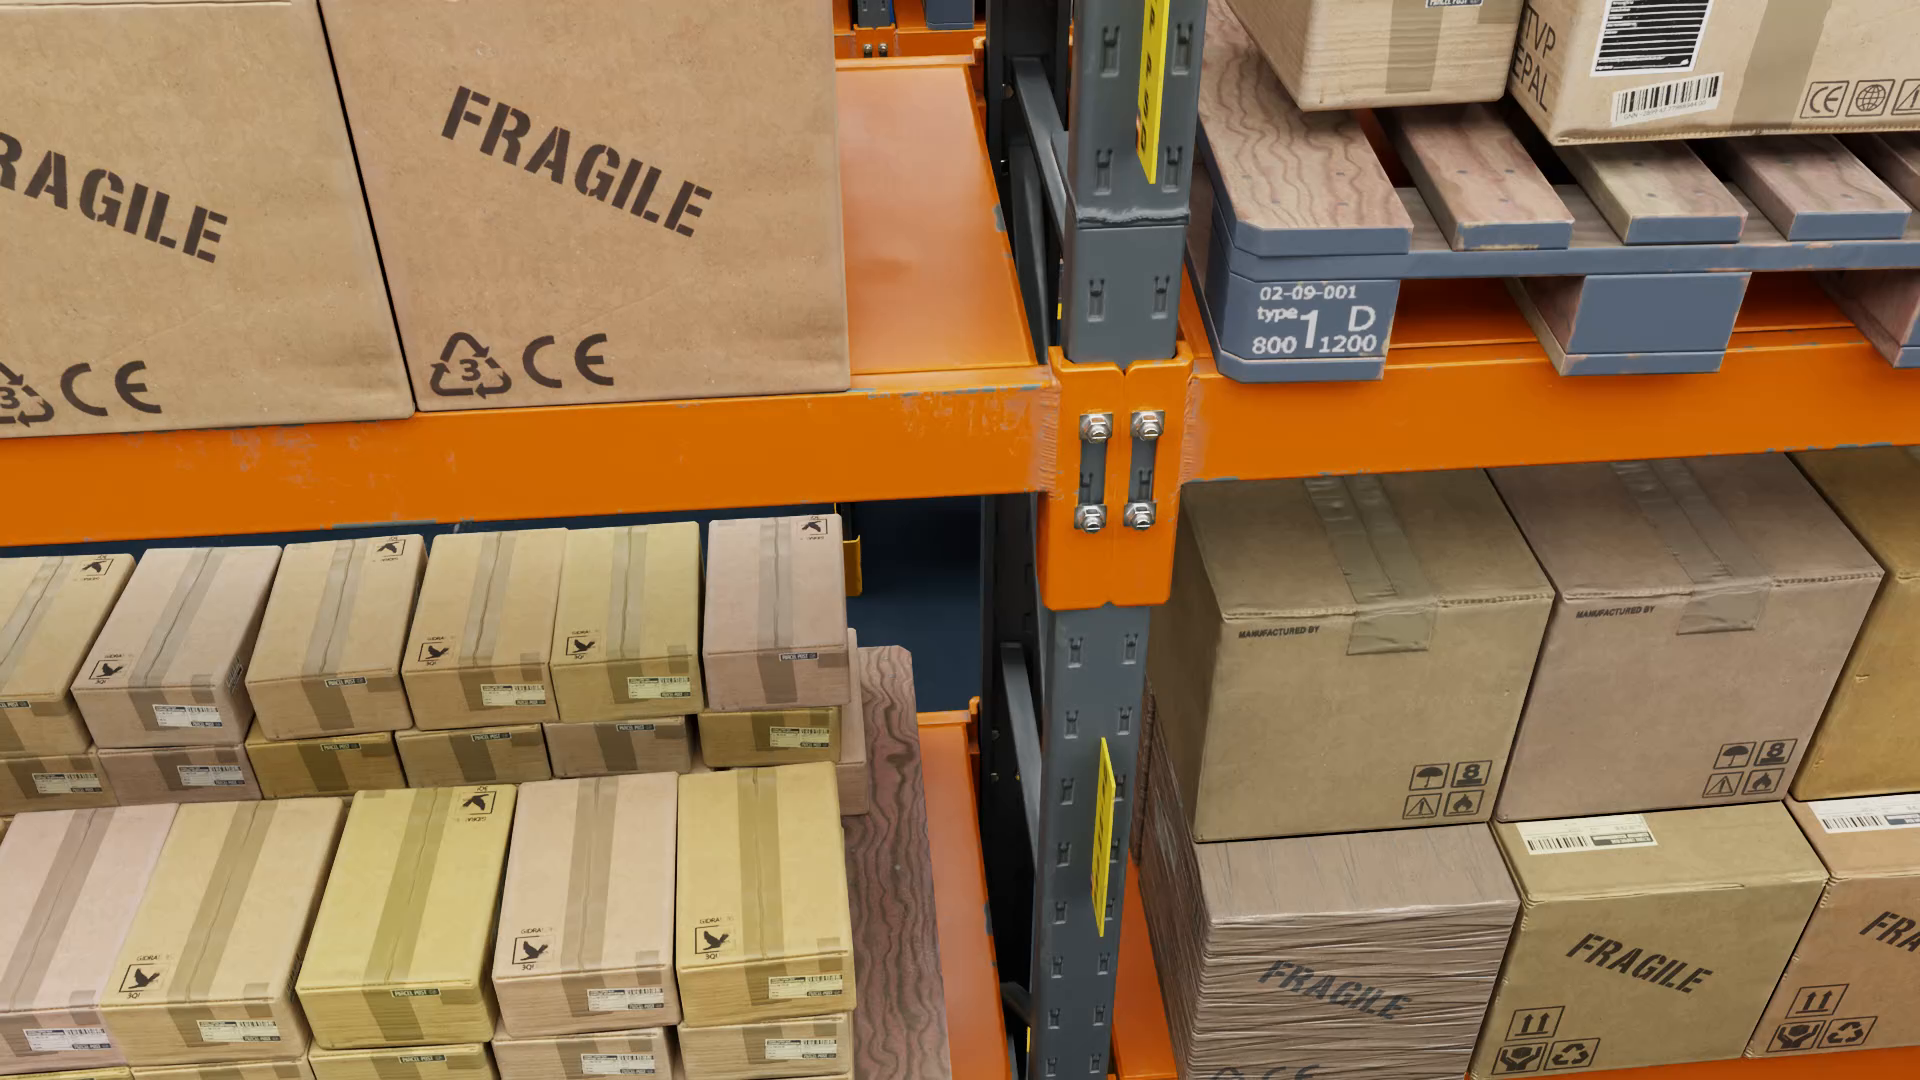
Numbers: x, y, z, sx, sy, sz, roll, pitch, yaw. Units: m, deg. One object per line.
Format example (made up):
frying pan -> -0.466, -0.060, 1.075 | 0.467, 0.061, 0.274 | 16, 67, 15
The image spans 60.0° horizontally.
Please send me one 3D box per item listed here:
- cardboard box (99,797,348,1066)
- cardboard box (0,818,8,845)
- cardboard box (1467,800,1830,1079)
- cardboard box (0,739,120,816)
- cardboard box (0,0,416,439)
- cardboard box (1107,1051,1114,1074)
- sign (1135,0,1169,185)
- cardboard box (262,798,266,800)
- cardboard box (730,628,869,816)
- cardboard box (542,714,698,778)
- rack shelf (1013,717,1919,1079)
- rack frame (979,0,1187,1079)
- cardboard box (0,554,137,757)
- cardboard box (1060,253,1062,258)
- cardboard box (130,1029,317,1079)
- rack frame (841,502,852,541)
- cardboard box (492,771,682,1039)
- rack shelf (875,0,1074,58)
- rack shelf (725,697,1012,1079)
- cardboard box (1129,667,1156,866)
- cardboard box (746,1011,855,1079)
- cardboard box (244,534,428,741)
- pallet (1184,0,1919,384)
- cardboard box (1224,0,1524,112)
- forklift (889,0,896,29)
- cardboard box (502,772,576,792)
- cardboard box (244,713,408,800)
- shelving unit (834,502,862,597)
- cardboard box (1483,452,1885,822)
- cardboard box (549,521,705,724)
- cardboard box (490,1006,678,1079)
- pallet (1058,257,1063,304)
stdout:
cardboard box -> -1.076, 0.576, 2.482 | 0.250, 0.149, 0.380 | -2, 38, -3
cardboard box -> -1.588, 0.601, 2.450 | 0.250, 0.149, 0.380 | -1, 38, -2
cardboard box -> 1.125, 0.595, 2.994 | 0.500, 0.500, 0.500 | -3, 38, -4
cardboard box -> -1.634, 0.313, 3.055 | 0.250, 0.149, 0.380 | -3, 38, -4
cardboard box -> -0.895, -0.471, 1.923 | 0.500, 0.500, 0.500 | -3, 38, -4
cardboard box -> 0.763, 1.262, 3.706 | 0.750, 0.750, 1.050 | -4, 38, -5
sign -> 0.194, -0.524, 1.653 | 0.005, 0.325, 0.100 | -3, 38, -4
cardboard box -> -1.385, 0.417, 3.163 | 0.250, 0.149, 0.380 | -2, 38, -2
cardboard box -> -0.315, 0.356, 3.241 | 0.250, 0.149, 0.380 | -4, 38, -5
cardboard box -> -0.621, 0.258, 3.125 | 0.250, 0.149, 0.380 | -1, 38, -2
rack shelf -> 2.140, 0.695, 3.529 | 4.000, 0.370, 1.077 | -3, 38, -4
rack frame -> 0.148, 0.522, 3.167 | 0.127, 3.000, 1.000 | -3, 38, -4
cardboard box -> -1.638, 0.201, 2.957 | 0.250, 0.149, 0.380 | -2, 38, -3
cardboard box -> 0.173, -1.685, 7.746 | 0.625, 0.372, 0.950 | -6, 39, -7
cardboard box -> -1.080, 0.692, 2.575 | 0.250, 0.149, 0.380 | -3, 38, -4
rack frame -> -0.421, -0.566, 5.756 | 0.032, 1.500, 0.500 | -3, 38, -4
cardboard box -> -0.550, 0.544, 2.522 | 0.250, 0.149, 0.380 | -4, 38, -5
rack shelf -> 1.601, -2.354, 7.393 | 4.000, 0.370, 1.077 | -3, 38, -4
rack shelf -> -1.844, 0.914, 3.251 | 4.000, 0.370, 1.077 | -3, 38, -4
cardboard box -> 0.573, 0.292, 3.377 | 0.500, 0.500, 0.500 | -3, 38, -4
cardboard box -> -0.303, 0.766, 2.721 | 0.250, 0.149, 0.380 | -3, 38, -3
cardboard box -> -1.105, 0.169, 2.997 | 0.250, 0.149, 0.380 | -5, 39, -6
pallet -> 0.785, -0.650, 2.383 | 1.003, 0.211, 1.213 | -1, 38, -2
cardboard box -> 0.495, -0.681, 2.053 | 0.250, 0.149, 0.380 | -5, 39, -6
forklift -> 0.336, -4.327, 9.368 | 3.031, 2.935, 1.130 | -22, 43, -25
cardboard box -> -0.851, 0.385, 3.204 | 0.250, 0.149, 0.380 | -1, 38, -2
cardboard box -> -1.138, 0.288, 3.086 | 0.250, 0.149, 0.380 | -3, 38, -4
shelving unit -> 0.076, -0.593, 5.791 | 1.083, 1.500, 0.587 | -3, 38, -4
cardboard box -> 1.100, 0.043, 2.886 | 0.500, 0.500, 0.700 | -4, 38, -5
cardboard box -> -0.597, 0.144, 3.029 | 0.250, 0.149, 0.380 | -4, 38, -5
cardboard box -> -0.569, 0.663, 2.612 | 0.250, 0.149, 0.380 | -2, 38, -2
pallet -> 0.388, -1.474, 7.948 | 1.213, 0.211, 1.003 | -3, 38, -4
